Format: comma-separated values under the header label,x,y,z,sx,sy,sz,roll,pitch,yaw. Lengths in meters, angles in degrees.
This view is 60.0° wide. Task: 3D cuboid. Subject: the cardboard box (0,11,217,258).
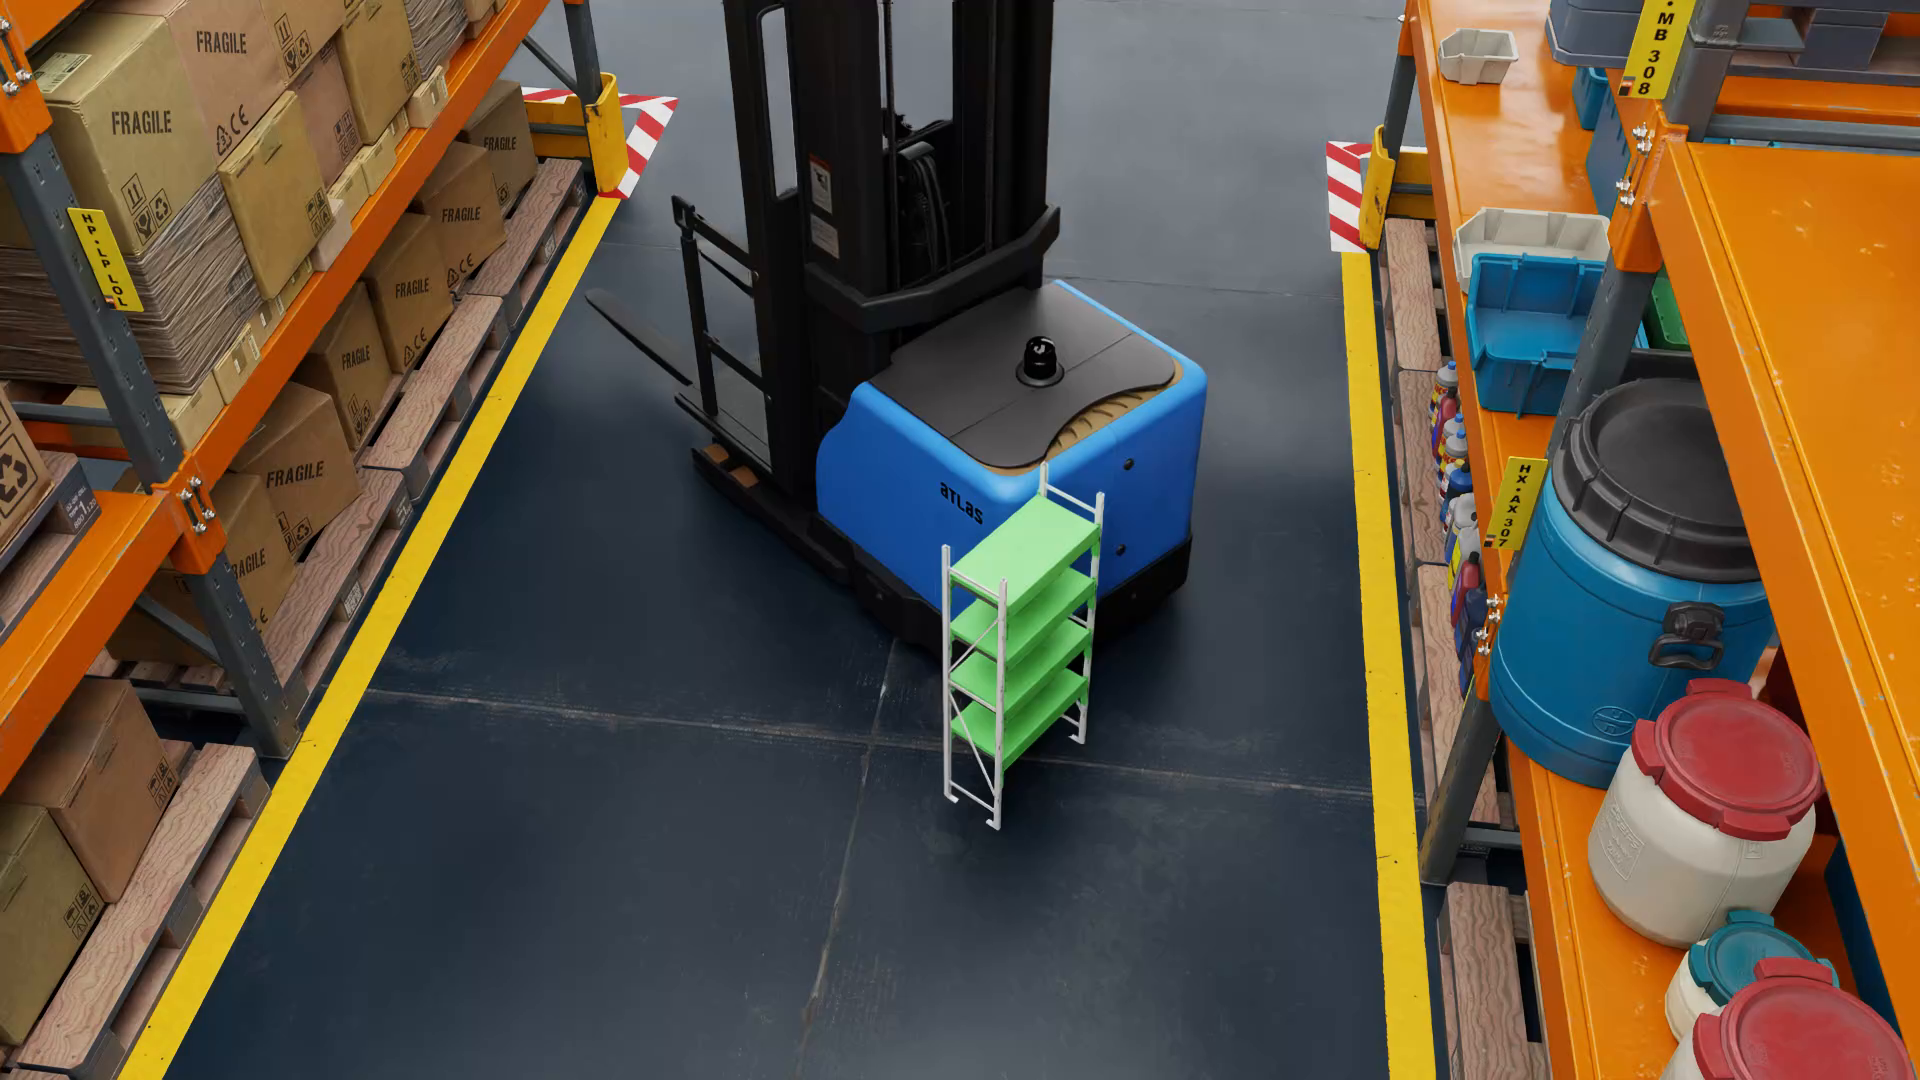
label,x,y,z,sx,sy,sz,roll,pitch,yaw
cardboard box,-2.564,-1.178,4.796,0.500,0.500,0.500,5,44,6

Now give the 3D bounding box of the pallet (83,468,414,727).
label,x,y,z,sx,sy,sz,roll,pitch,yaw
pallet,-2.822,0.164,6.423,1.003,0.211,1.213,5,44,6

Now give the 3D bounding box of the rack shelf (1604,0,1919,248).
label,x,y,z,sx,sy,sz,roll,pitch,yaw
rack shelf,2.299,-2.128,5.157,1.077,0.370,4.000,5,44,6

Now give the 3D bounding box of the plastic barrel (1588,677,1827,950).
label,x,y,z,sx,sy,sz,roll,pitch,yaw
plastic barrel,1.690,0.646,3.788,0.433,0.535,0.433,0,43,0

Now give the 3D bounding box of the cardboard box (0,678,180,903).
label,x,y,z,sx,sy,sz,roll,pitch,yaw
cardboard box,-2.978,0.777,5.246,0.700,0.500,0.500,2,43,2

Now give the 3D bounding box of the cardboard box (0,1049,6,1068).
label,x,y,z,sx,sy,sz,roll,pitch,yaw
cardboard box,-3.133,1.482,4.501,0.700,0.500,0.500,2,43,2

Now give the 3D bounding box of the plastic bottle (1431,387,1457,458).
label,x,y,z,sx,sy,sz,roll,pitch,yaw
plastic bottle,1.966,-0.477,6.727,0.061,0.283,0.133,6,44,6

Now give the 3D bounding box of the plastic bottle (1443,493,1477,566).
label,x,y,z,sx,sy,sz,roll,pitch,yaw
plastic bottle,1.927,-0.034,6.265,0.152,0.276,0.135,6,44,6

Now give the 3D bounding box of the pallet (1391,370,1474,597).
label,x,y,z,sx,sy,sz,roll,pitch,yaw
pallet,2.323,-0.212,6.821,1.003,0.211,1.213,5,44,6

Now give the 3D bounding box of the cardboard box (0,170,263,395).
label,x,y,z,sx,sy,sz,roll,pitch,yaw
cardboard box,-2.755,-0.833,5.159,0.875,0.500,0.500,5,44,6

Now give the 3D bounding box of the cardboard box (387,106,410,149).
label,x,y,z,sx,sy,sz,roll,pitch,yaw
cardboard box,-2.376,-1.613,6.455,0.380,0.149,0.250,5,44,6

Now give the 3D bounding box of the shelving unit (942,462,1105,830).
label,x,y,z,sx,sy,sz,roll,pitch,yaw
shelving unit,0.197,0.374,5.482,0.258,1.200,0.503,29,51,27

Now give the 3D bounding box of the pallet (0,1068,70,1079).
label,x,y,z,sx,sy,sz,roll,pitch,yaw
pallet,-3.136,1.990,4.495,1.003,0.211,1.213,5,44,6

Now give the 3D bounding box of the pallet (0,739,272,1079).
label,x,y,z,sx,sy,sz,roll,pitch,yaw
pallet,-2.977,1.156,5.376,1.003,0.211,1.213,5,44,6

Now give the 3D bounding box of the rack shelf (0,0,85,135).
label,x,y,z,sx,sy,sz,roll,pitch,yaw
rack shelf,-2.611,-2.578,5.633,1.077,0.370,4.000,5,44,6

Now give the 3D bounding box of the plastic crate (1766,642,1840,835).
label,x,y,z,sx,sy,sz,roll,pitch,yaw
plastic crate,2.273,0.398,4.102,0.402,0.464,0.583,5,44,6

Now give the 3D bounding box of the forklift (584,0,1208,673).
label,x,y,z,sx,sy,sz,roll,pitch,yaw
forklift,-0.468,-1.412,6.110,1.130,2.935,3.031,-32,52,-29

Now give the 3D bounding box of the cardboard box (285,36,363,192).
label,x,y,z,sx,sy,sz,roll,pitch,yaw
cardboard box,-2.687,-1.520,5.885,0.875,0.500,0.500,5,44,6

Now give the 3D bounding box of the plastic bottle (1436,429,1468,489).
label,x,y,z,sx,sy,sz,roll,pitch,yaw
plastic bottle,1.956,-0.323,6.574,0.097,0.271,0.097,0,43,0

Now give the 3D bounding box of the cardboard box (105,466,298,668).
label,x,y,z,sx,sy,sz,roll,pitch,yaw
cardboard box,-2.783,0.099,5.976,0.500,0.500,0.500,4,44,4

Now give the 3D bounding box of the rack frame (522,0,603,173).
label,x,y,z,sx,sy,sz,roll,pitch,yaw
rack frame,-2.347,-3.113,7.856,1.000,3.000,0.127,5,44,6

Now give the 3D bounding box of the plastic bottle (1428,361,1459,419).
label,x,y,z,sx,sy,sz,roll,pitch,yaw
plastic bottle,2.014,-0.625,6.893,0.097,0.271,0.097,0,43,0

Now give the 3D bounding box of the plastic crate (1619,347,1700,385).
label,x,y,z,sx,sy,sz,roll,pitch,yaw
plastic crate,2.229,-0.260,4.888,0.767,0.338,0.504,5,44,6

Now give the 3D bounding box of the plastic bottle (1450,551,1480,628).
label,x,y,z,sx,sy,sz,roll,pitch,yaw
plastic bottle,1.839,0.179,6.035,0.061,0.283,0.133,8,44,8

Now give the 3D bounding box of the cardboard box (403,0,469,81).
label,x,y,z,sx,sy,sz,roll,pitch,yaw
cardboard box,-2.503,-2.197,6.599,0.875,0.500,0.500,5,44,6

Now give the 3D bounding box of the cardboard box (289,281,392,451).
label,x,y,z,sx,sy,sz,roll,pitch,yaw
cardboard box,-2.710,-0.722,6.844,0.500,0.500,0.500,2,43,2

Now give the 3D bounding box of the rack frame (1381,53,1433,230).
label,x,y,z,sx,sy,sz,roll,pitch,yaw
rack frame,2.563,-2.663,7.381,1.000,3.000,0.127,5,44,6

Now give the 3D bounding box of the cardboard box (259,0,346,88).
label,x,y,z,sx,sy,sz,roll,pitch,yaw
cardboard box,-2.433,-1.860,5.516,0.500,0.500,0.500,5,44,6

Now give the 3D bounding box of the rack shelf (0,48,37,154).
label,x,y,z,sx,sy,sz,roll,pitch,yaw
rack shelf,-3.140,0.148,2.754,1.077,0.370,4.000,5,44,6

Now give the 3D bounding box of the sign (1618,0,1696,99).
label,x,y,z,sx,sy,sz,roll,pitch,yaw
sign,1.490,-1.087,3.528,0.100,0.325,0.005,5,44,6

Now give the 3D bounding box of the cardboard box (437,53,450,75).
label,x,y,z,sx,sy,sz,roll,pitch,yaw
cardboard box,-2.329,-1.956,6.817,0.380,0.149,0.250,5,44,6

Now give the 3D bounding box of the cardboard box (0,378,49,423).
label,x,y,z,sx,sy,sz,roll,pitch,yaw
cardboard box,-3.138,-0.469,5.247,0.380,0.149,0.250,5,44,6

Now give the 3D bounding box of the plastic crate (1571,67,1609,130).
label,x,y,z,sx,sy,sz,roll,pitch,yaw
plastic crate,2.702,-1.799,6.576,0.499,0.251,0.408,5,44,6

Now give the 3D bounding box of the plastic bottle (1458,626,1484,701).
label,x,y,z,sx,sy,sz,roll,pitch,yaw
plastic bottle,1.834,0.400,5.753,0.144,0.351,0.185,4,44,4

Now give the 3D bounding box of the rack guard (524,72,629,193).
label,x,y,z,sx,sy,sz,roll,pitch,yaw
rack guard,-2.357,-2.154,8.661,1.175,0.500,0.348,5,44,6

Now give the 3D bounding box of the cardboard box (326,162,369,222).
label,x,y,z,sx,sy,sz,roll,pitch,yaw
cardboard box,-2.408,-1.269,6.092,0.380,0.149,0.250,5,44,6

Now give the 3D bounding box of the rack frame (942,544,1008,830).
label,x,y,z,sx,sy,sz,roll,pitch,yaw
rack frame,0.043,0.504,5.345,0.240,1.200,0.015,29,51,27

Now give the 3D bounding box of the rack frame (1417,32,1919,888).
label,x,y,z,sx,sy,sz,roll,pitch,yaw
rack frame,2.034,0.063,4.502,1.000,3.000,0.127,5,44,6

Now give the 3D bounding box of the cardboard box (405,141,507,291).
label,x,y,z,sx,sy,sz,roll,pitch,yaw
cardboard box,-2.491,-1.524,7.690,0.500,0.500,0.500,16,46,16

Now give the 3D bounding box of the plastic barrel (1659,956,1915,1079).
label,x,y,z,sx,sy,sz,roll,pitch,yaw
plastic barrel,1.593,1.146,3.260,0.433,0.535,0.433,0,43,0

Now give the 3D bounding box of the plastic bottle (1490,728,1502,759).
label,x,y,z,sx,sy,sz,roll,pitch,yaw
plastic bottle,1.773,0.644,5.604,0.097,0.201,0.097,0,43,0

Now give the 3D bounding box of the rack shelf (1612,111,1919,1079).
label,x,y,z,sx,sy,sz,roll,pitch,yaw
rack shelf,1.770,0.598,2.278,1.077,0.370,4.000,5,44,6

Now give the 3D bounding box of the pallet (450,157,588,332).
label,x,y,z,sx,sy,sz,roll,pitch,yaw
pallet,-2.499,-1.499,8.179,1.003,0.211,1.213,5,44,6

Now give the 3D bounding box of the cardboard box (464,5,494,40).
label,x,y,z,sx,sy,sz,roll,pitch,yaw
cardboard box,-2.244,-2.295,7.175,0.380,0.149,0.250,5,44,6

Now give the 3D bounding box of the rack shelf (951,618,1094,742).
label,x,y,z,sx,sy,sz,roll,pitch,yaw
rack shelf,0.197,0.421,5.526,0.258,0.148,0.480,29,51,27

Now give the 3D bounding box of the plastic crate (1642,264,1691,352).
label,x,y,z,sx,sy,sz,roll,pitch,yaw
plastic crate,2.493,-0.760,5.525,0.450,0.188,0.662,5,44,6

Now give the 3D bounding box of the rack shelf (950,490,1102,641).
label,x,y,z,sx,sy,sz,roll,pitch,yaw
rack shelf,0.197,0.072,5.196,0.258,0.148,0.480,29,51,27

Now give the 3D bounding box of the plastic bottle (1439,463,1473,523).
label,x,y,z,sx,sy,sz,roll,pitch,yaw
plastic bottle,1.929,-0.185,6.428,0.097,0.271,0.097,0,43,0

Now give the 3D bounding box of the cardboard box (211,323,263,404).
label,x,y,z,sx,sy,sz,roll,pitch,yaw
cardboard box,-2.503,-0.584,5.368,0.380,0.149,0.250,5,44,6

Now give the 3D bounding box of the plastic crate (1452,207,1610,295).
label,x,y,z,sx,sy,sz,roll,pitch,yaw
plastic crate,1.998,-0.971,5.786,0.530,0.136,0.437,5,44,6

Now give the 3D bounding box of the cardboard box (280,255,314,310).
label,x,y,z,sx,sy,sz,roll,pitch,yaw
cardboard box,-2.474,-0.929,5.732,0.380,0.149,0.250,5,44,6
